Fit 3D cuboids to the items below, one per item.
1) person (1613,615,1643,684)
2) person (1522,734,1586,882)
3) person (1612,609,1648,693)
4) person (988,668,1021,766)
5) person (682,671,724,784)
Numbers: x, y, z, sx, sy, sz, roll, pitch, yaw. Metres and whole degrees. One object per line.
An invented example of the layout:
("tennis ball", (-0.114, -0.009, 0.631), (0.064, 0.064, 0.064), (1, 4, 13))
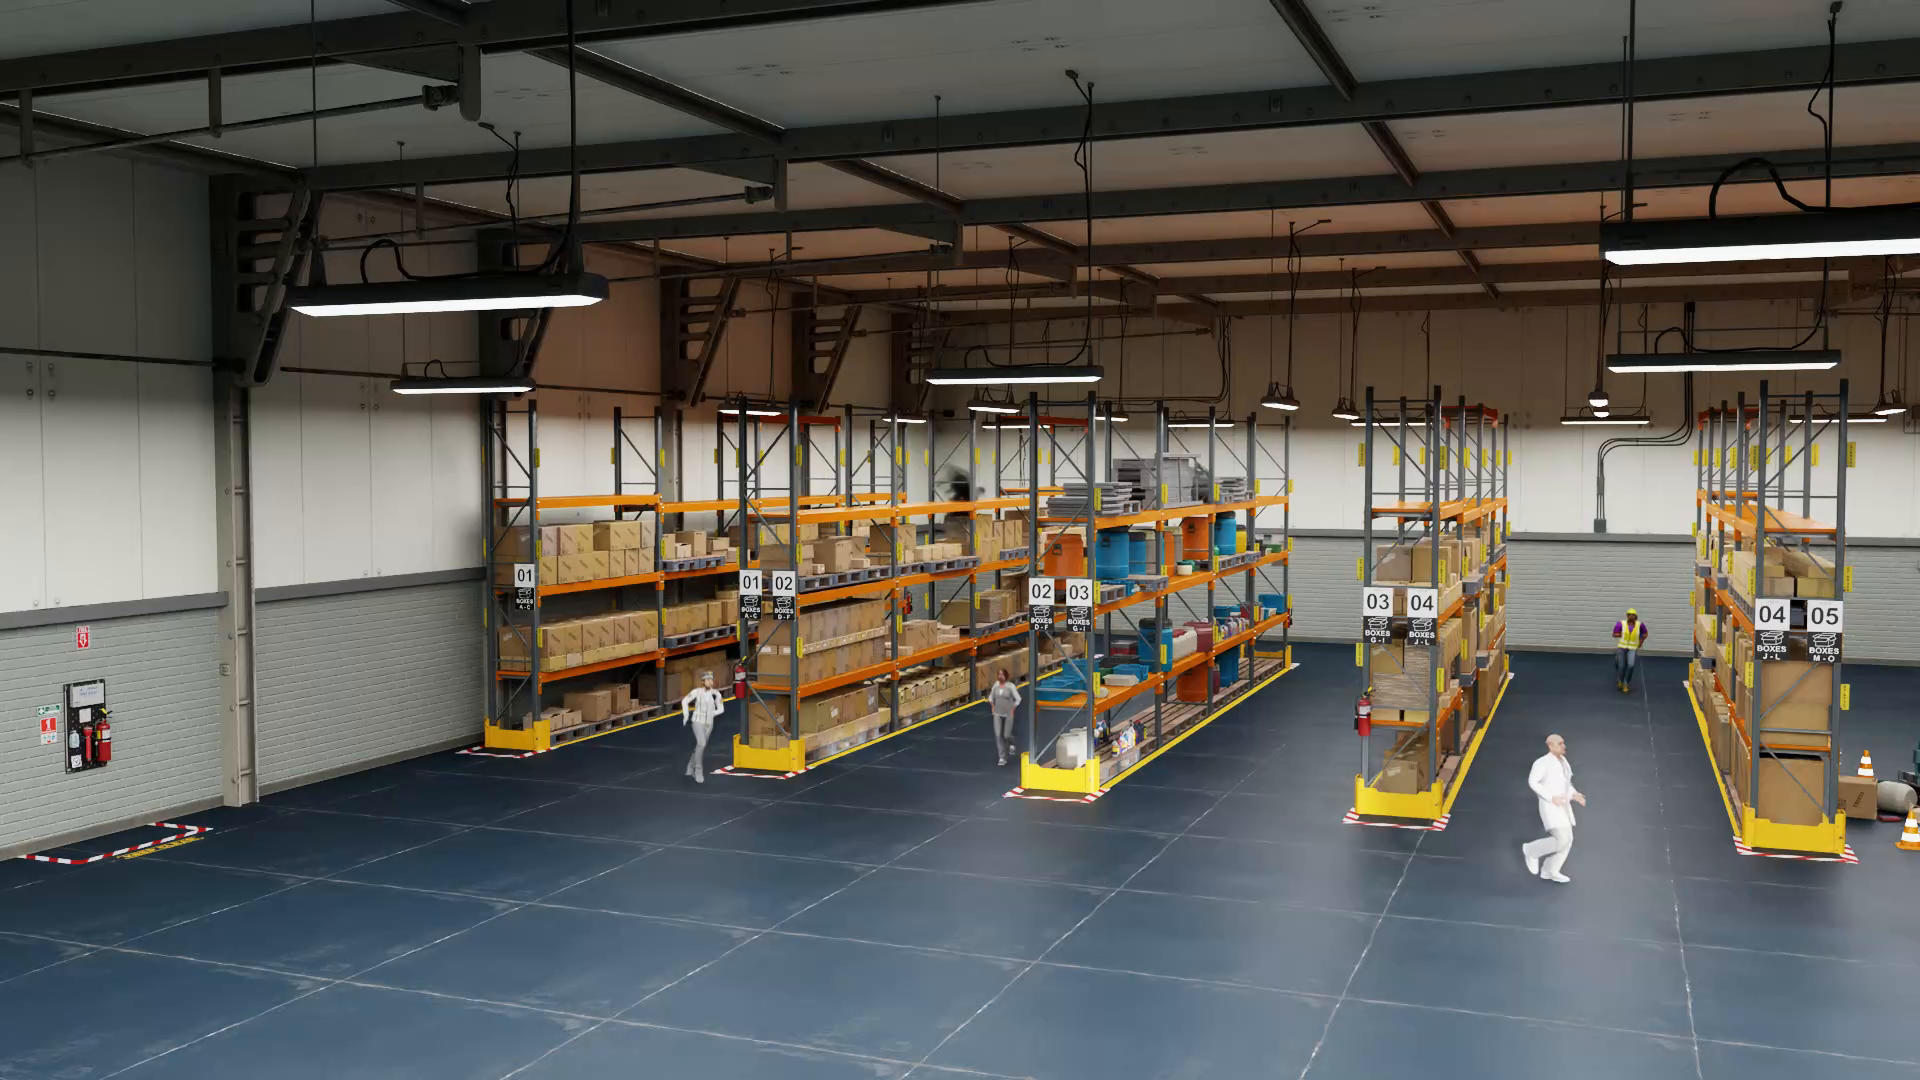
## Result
("person", (14.732, 2.397, 36.654), (0.587, 1.601, 0.648), (-3, 4, -44))
("person", (7.012, 3.160, 19.672), (0.694, 1.730, 0.633), (-2, 4, -41))
("person", (14.358, 2.376, 35.678), (0.697, 1.816, 0.738), (1, 3, 26))
("person", (0.720, 2.876, 27.258), (0.555, 1.568, 0.637), (1, 3, 18))
("person", (-3.969, 2.881, 25.889), (0.598, 1.685, 0.738), (-2, 3, -28))
